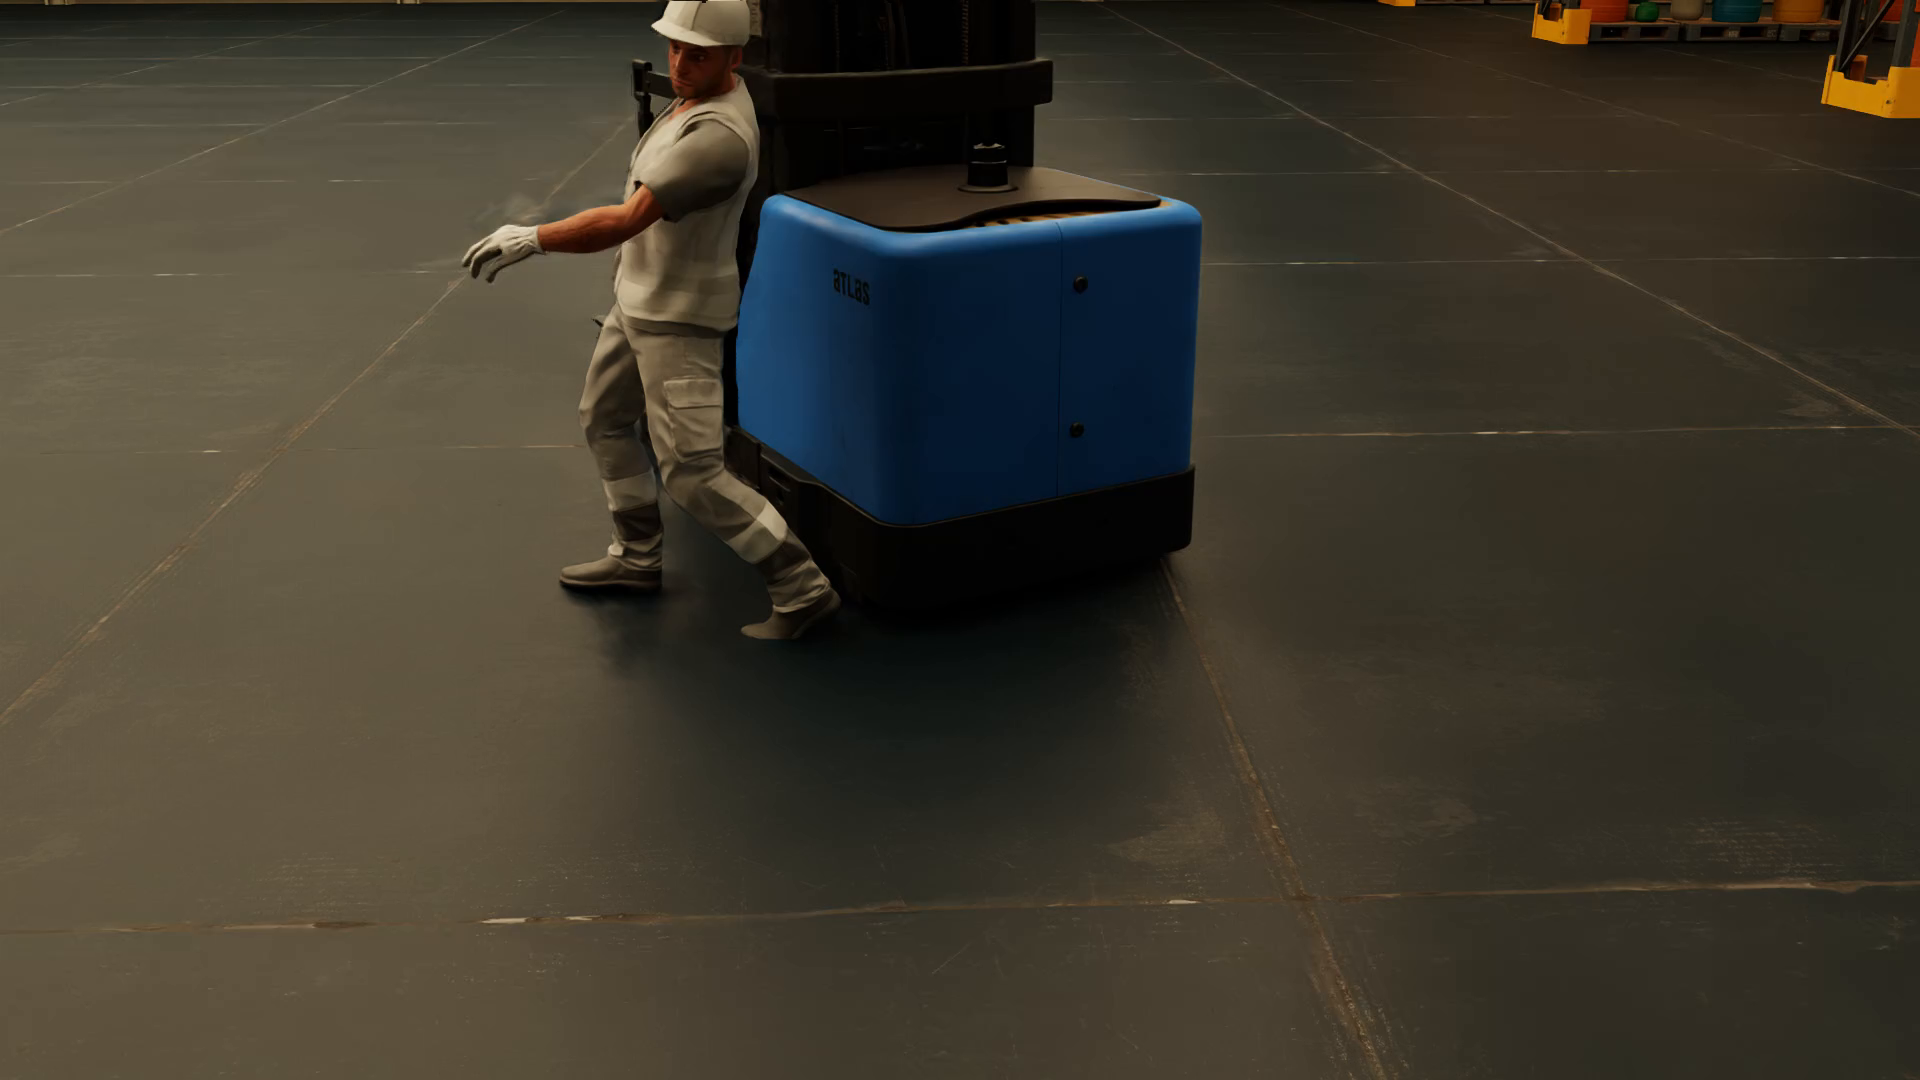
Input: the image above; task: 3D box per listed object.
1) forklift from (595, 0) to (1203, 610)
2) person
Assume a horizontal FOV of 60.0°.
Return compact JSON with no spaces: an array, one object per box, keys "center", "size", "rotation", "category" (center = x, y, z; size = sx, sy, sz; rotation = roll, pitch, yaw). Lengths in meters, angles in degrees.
[{"center":[-0.478,-1.669,5.413],"size":[1.130,2.935,3.031],"rotation":[-12,24,-28],"category":"forklift"},{"center":[-0.852,-0.595,4.426],"size":[0.894,1.729,0.848],"rotation":[-7,22,-17],"category":"person"}]
